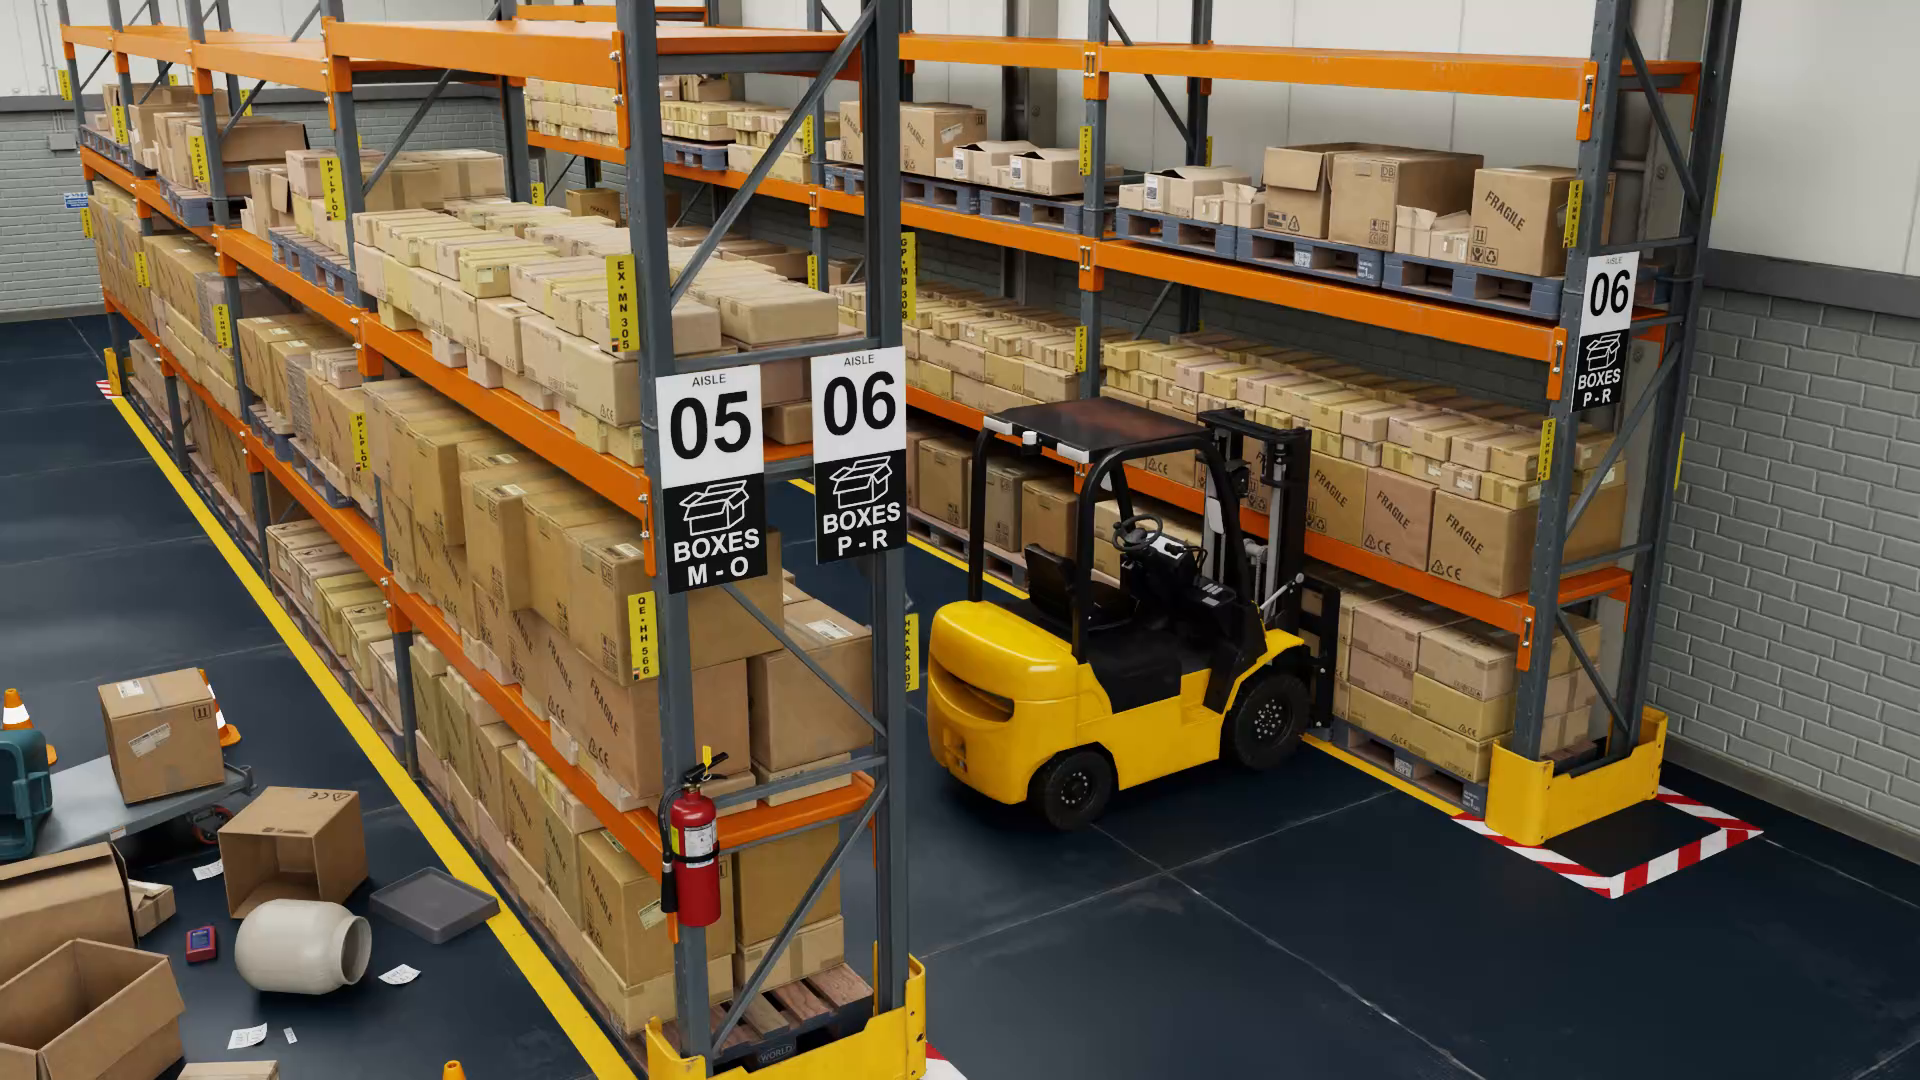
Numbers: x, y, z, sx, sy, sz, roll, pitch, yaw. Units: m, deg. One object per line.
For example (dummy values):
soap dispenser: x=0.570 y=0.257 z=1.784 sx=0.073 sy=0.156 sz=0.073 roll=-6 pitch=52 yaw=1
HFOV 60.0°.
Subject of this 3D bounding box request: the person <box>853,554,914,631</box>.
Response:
person: x=-0.590 y=-0.098 z=11.774 sx=0.465 sy=1.671 sz=0.554 roll=5 pitch=19 yaw=16
